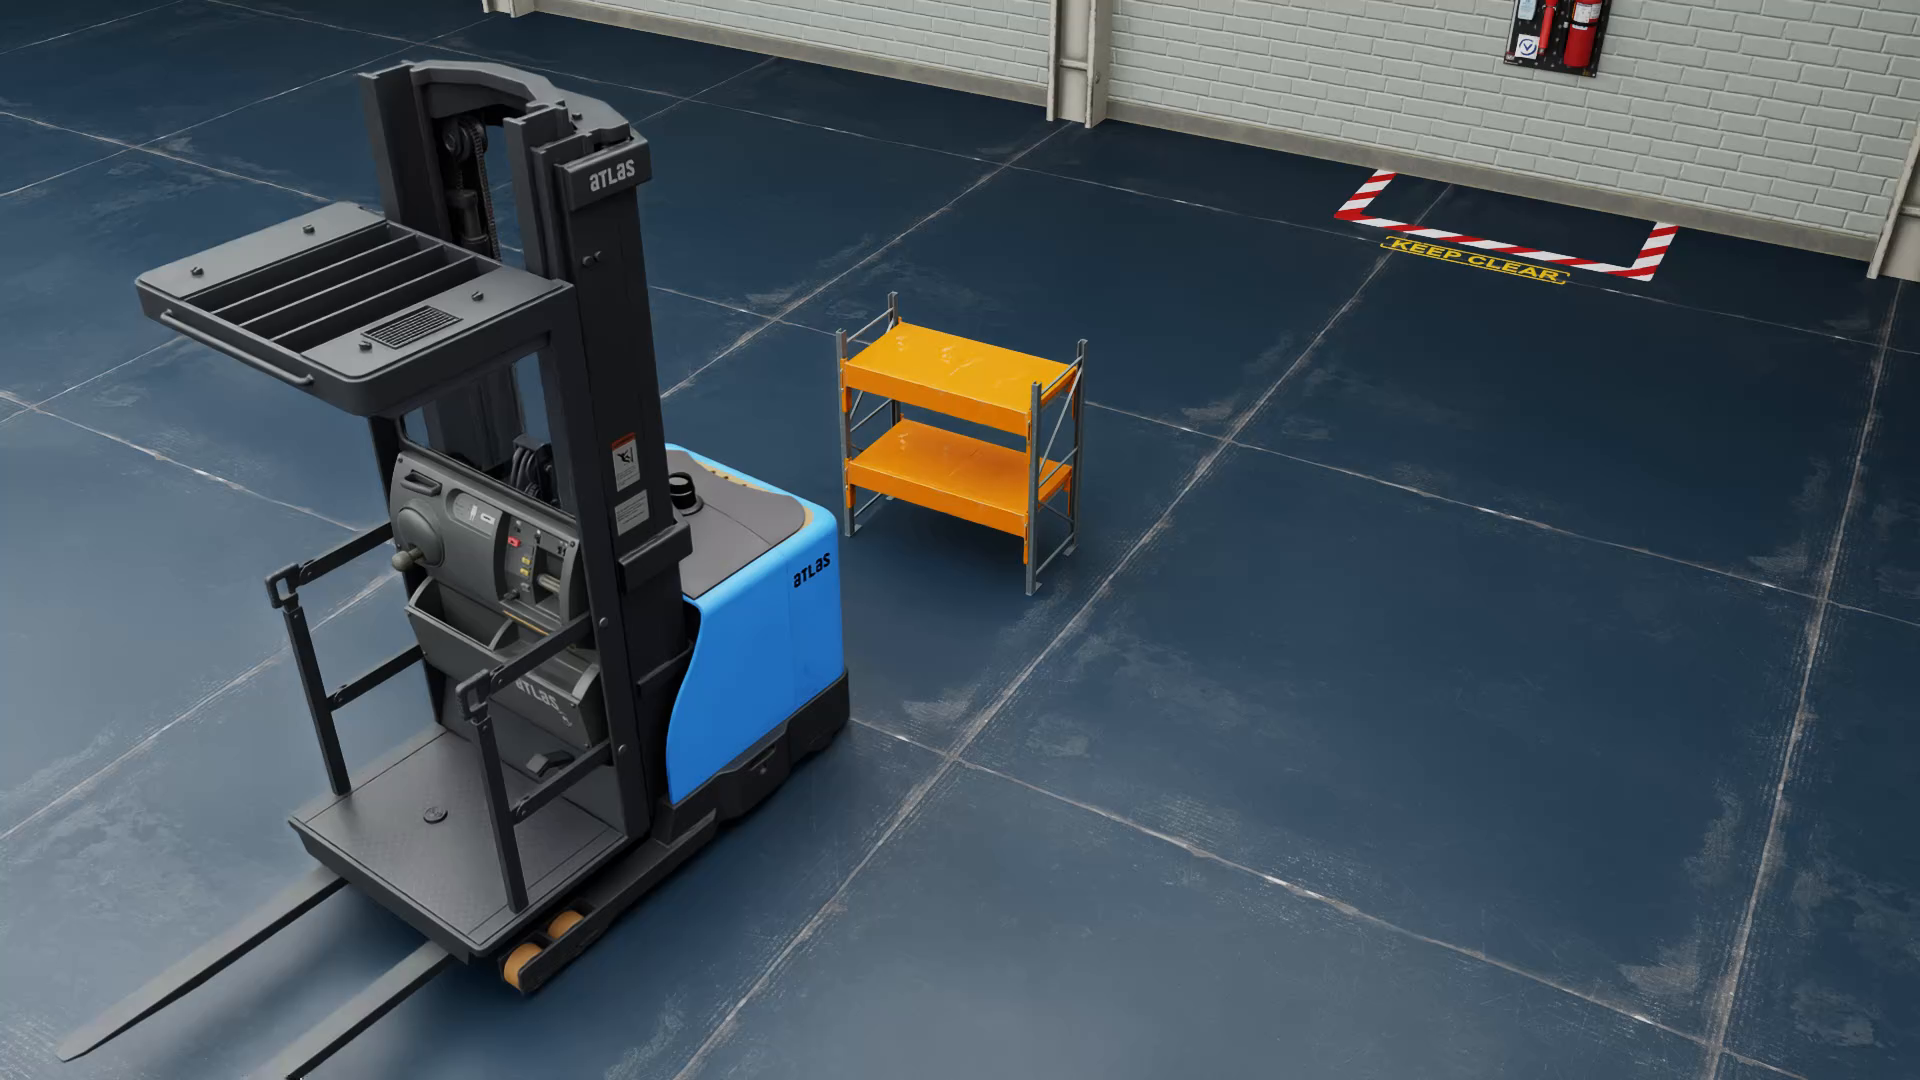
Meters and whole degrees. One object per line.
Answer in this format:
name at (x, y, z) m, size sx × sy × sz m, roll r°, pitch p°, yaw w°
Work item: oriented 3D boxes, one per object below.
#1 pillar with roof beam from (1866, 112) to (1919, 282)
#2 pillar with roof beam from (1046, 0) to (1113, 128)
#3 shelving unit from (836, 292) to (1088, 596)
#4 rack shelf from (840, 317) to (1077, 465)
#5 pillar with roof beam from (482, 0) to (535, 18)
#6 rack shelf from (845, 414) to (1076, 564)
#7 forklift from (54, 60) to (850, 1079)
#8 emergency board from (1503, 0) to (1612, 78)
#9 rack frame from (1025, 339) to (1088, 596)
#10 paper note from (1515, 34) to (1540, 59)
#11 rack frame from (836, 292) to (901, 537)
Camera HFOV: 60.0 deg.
pillar with roof beam at (4.010, -3.403, 5.242) m, size 0.400 × 9.000 × 9.100 m, roll 18°, pitch 37°, yaw 24°
pillar with roof beam at (-1.199, -5.053, 7.720) m, size 0.400 × 9.000 × 9.100 m, roll 18°, pitch 37°, yaw 24°
shelving unit at (0.006, -0.466, 7.935) m, size 1.048 × 1.125 × 0.538 m, roll 18°, pitch 37°, yaw 24°
rack shelf at (0.006, -0.710, 7.773) m, size 1.000 × 0.278 × 0.538 m, roll 18°, pitch 37°, yaw 24°
pillar with roof beam at (-6.408, -6.703, 10.198) m, size 0.400 × 9.000 × 9.100 m, roll 18°, pitch 37°, yaw 24°
rack shelf at (0.006, -0.263, 8.071) m, size 1.000 × 0.278 × 0.538 m, roll 18°, pitch 37°, yaw 24°
forklift at (-1.749, 0.060, 5.515) m, size 1.130 × 2.935 × 3.031 m, roll 23°, pitch 40°, yaw 30°
emergency board at (4.020, -3.676, 11.064) m, size 0.643 × 1.169 × 0.194 m, roll 18°, pitch 37°, yaw 24°
rack frame at (0.447, -0.327, 7.725) m, size 0.032 × 1.125 × 0.500 m, roll 18°, pitch 37°, yaw 24°
paper note at (3.900, -3.391, 11.431) m, size 0.142 × 0.148 × 0.016 m, roll 18°, pitch 37°, yaw 24°
rack frame at (-0.435, -0.606, 8.145) m, size 0.032 × 1.125 × 0.500 m, roll 18°, pitch 37°, yaw 24°
